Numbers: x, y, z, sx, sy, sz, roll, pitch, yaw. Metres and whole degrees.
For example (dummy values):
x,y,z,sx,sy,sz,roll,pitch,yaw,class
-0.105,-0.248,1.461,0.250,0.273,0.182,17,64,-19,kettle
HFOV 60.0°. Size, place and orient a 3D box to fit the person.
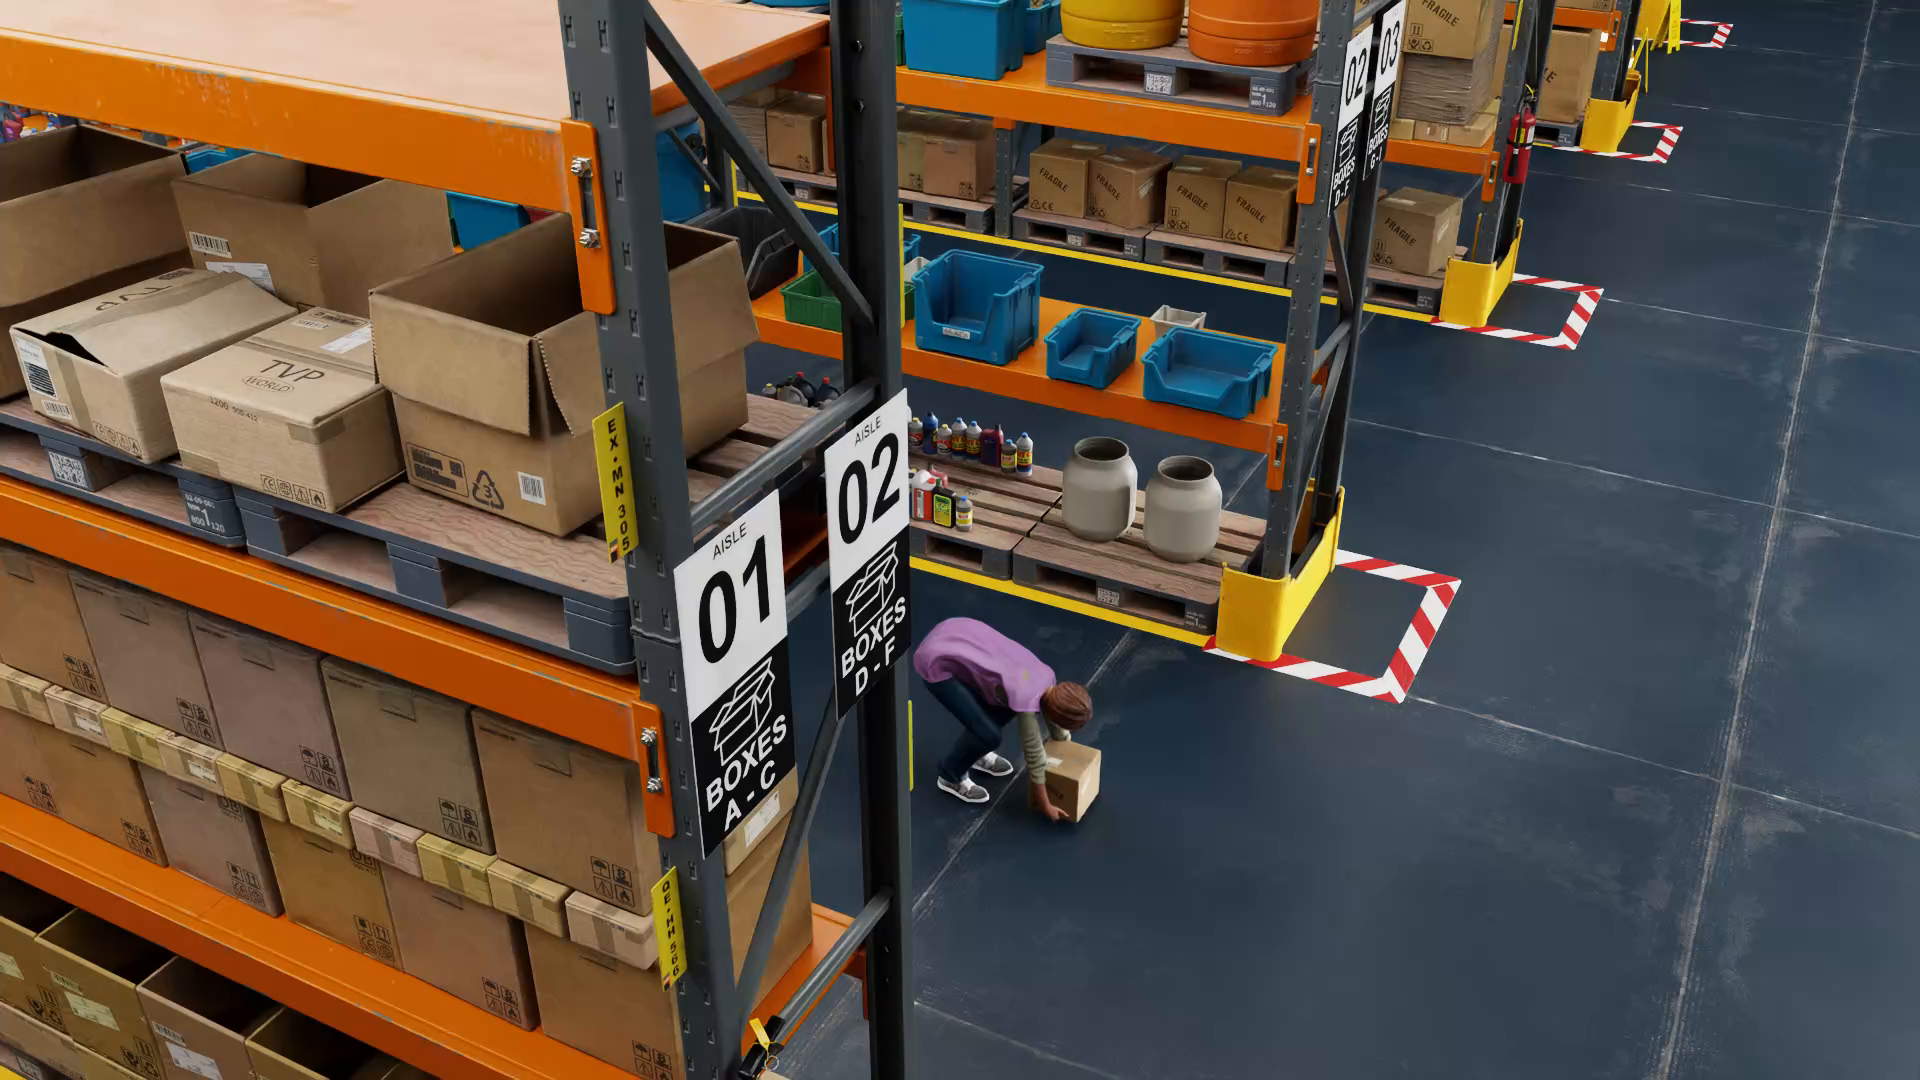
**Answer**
x,y,z,sx,sy,sz,roll,pitch,yaw,class
0.202,0.820,7.647,0.853,0.834,0.424,13,33,21,person
